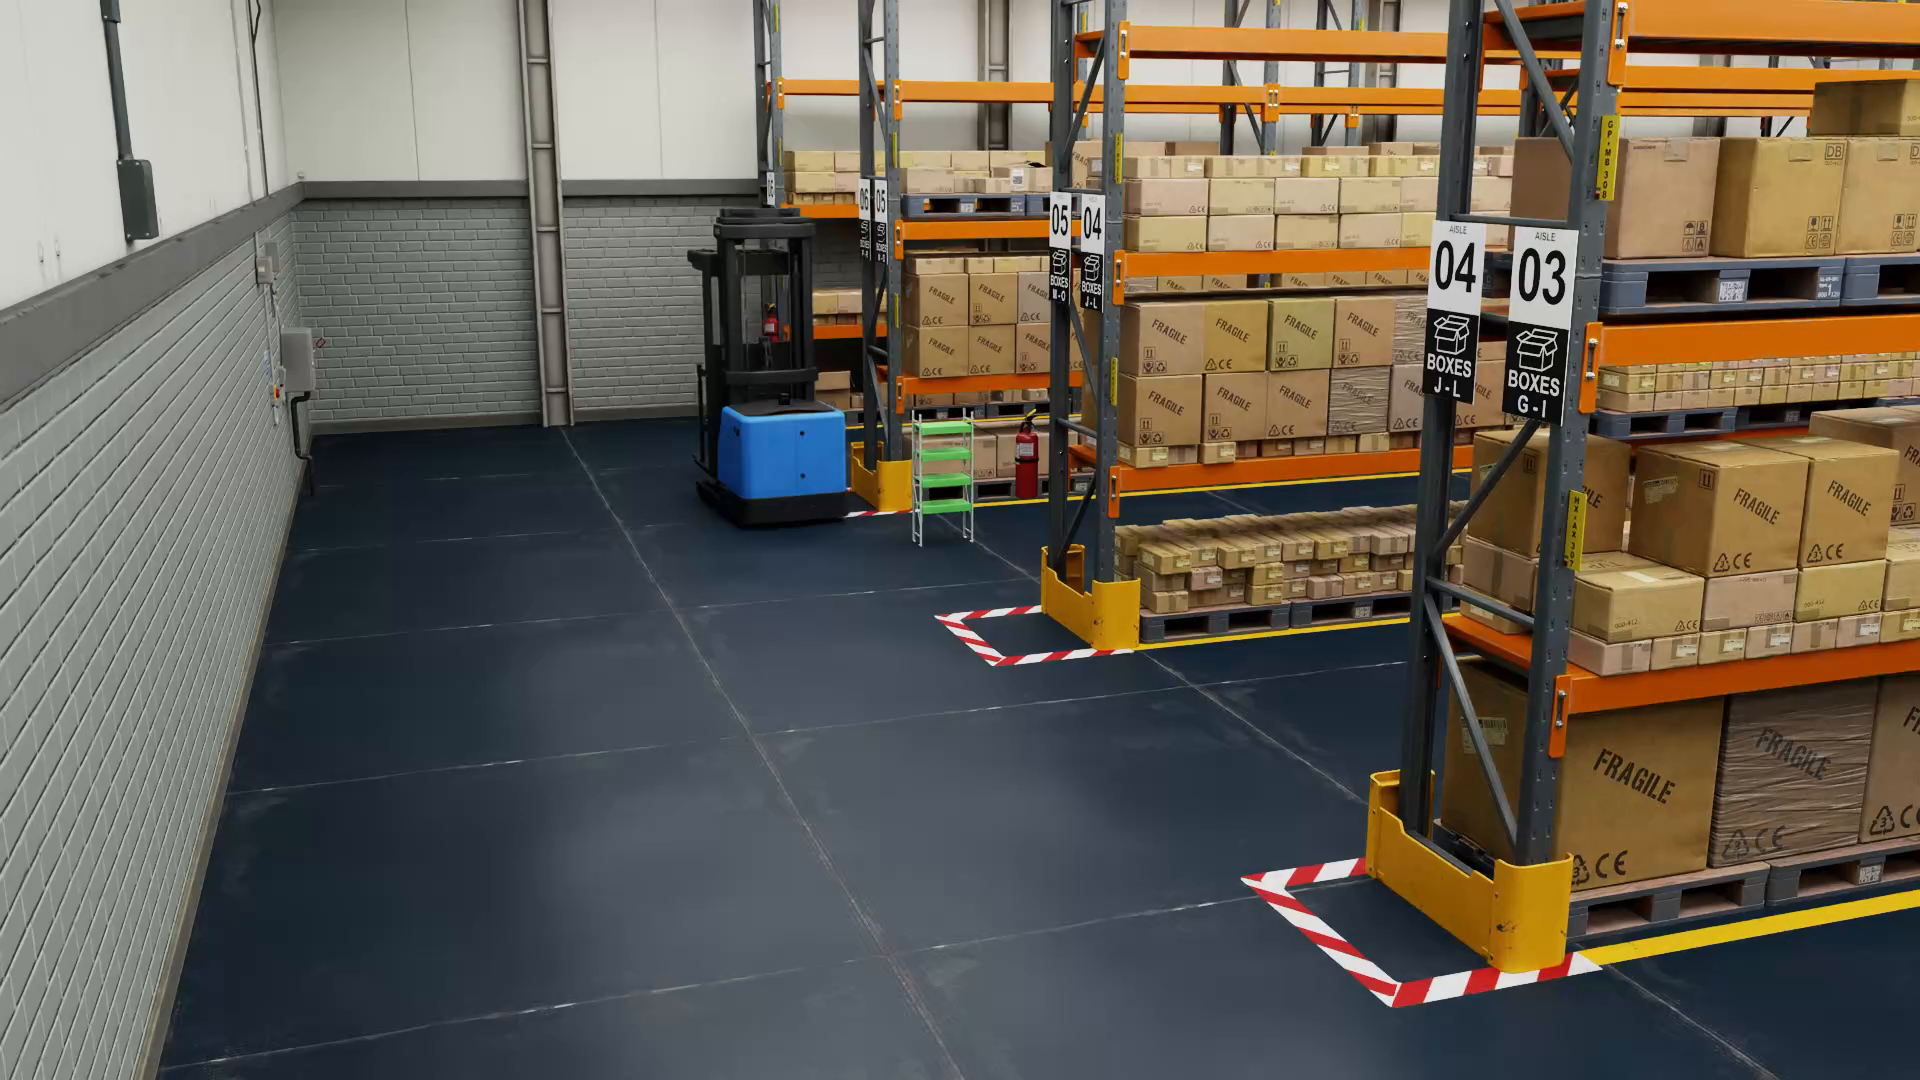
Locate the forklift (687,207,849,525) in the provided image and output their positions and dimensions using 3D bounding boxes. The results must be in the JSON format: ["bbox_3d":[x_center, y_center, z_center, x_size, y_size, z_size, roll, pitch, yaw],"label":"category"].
[{"bbox_3d":[-2.082,-1.865,16.756,1.130,2.935,3.031,-5,14,-21],"label":"forklift"}]

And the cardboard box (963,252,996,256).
[{"bbox_3d":[0.194,-2.866,17.037,0.250,0.149,0.380,-4,14,-17],"label":"cardboard box"}]

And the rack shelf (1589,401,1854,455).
[{"bbox_3d":[6.576,-0.888,14.057,4.000,0.370,1.077,-4,14,-18],"label":"rack shelf"}]

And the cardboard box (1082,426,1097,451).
[{"bbox_3d":[1.108,-0.759,12.503,0.250,0.149,0.380,-4,14,-18],"label":"cardboard box"}]

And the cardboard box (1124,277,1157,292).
[{"bbox_3d":[1.684,-2.533,17.041,0.500,0.500,0.500,-4,14,-17],"label":"cardboard box"}]

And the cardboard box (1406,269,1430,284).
[{"bbox_3d":[4.952,-2.793,18.133,0.500,0.500,0.500,-5,14,-19],"label":"cardboard box"}]

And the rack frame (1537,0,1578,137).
[{"bbox_3d":[6.797,-5.383,18.433,0.127,3.000,1.000,-4,14,-18],"label":"rack frame"}]

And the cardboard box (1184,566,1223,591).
[{"bbox_3d":[1.746,0.252,12.318,0.250,0.149,0.380,-5,14,-18],"label":"cardboard box"}]

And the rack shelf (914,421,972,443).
[{"bbox_3d":[-0.157,-0.976,14.964,0.480,0.148,0.258,-4,14,-18],"label":"rack shelf"}]

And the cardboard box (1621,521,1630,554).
[{"bbox_3d":[3.231,0.097,8.042,0.500,0.250,0.500,-5,14,-19],"label":"cardboard box"}]

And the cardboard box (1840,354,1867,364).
[{"bbox_3d":[7.184,-1.546,13.618,0.250,0.149,0.380,-4,14,-18],"label":"cardboard box"}]

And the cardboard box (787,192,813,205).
[{"bbox_3d":[-1.995,-4.272,20.787,0.250,0.149,0.380,-4,14,-17],"label":"cardboard box"}]

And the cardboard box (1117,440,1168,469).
[{"bbox_3d":[1.301,-0.625,11.940,0.250,0.149,0.380,-5,14,-19],"label":"cardboard box"}]

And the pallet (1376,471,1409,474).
[{"bbox_3d":[4.872,-0.977,18.900,1.213,0.211,1.003,-4,14,-18],"label":"pallet"}]

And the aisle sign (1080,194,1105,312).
[{"bbox_3d":[0.916,-1.989,11.512,0.004,0.787,0.394,-4,14,-18],"label":"aisle sign"}]

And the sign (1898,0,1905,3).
[{"bbox_3d":[10.771,-6.088,19.038,0.005,0.325,0.100,-4,14,-18],"label":"sign"}]

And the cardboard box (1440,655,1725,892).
[{"bbox_3d":[2.957,1.064,7.977,0.875,0.875,0.875,-4,14,-18],"label":"cardboard box"}]

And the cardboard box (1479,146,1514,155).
[{"bbox_3d":[5.919,-4.062,18.238,0.500,0.500,0.700,-5,14,-21],"label":"cardboard box"}]

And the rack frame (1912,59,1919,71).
[{"bbox_3d":[8.472,-4.304,13.900,0.127,3.000,1.000,-4,14,-18],"label":"rack frame"}]

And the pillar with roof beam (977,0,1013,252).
[{"bbox_3d":[1.845,-5.378,18.413,0.400,9.000,9.100,-4,14,-18],"label":"pillar with roof beam"}]

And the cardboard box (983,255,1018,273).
[{"bbox_3d":[0.392,-2.742,16.518,0.250,0.149,0.380,-5,14,-20],"label":"cardboard box"}]

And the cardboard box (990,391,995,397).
[{"bbox_3d":[0.307,-2.046,22.621,0.250,0.149,0.380,-5,14,-19],"label":"cardboard box"}]

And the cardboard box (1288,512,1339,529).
[{"bbox_3d":[2.799,-0.108,13.189,0.250,0.149,0.380,-4,14,-18],"label":"cardboard box"}]

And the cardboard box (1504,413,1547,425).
[{"bbox_3d":[4.312,-1.186,12.897,0.500,0.500,0.500,-4,14,-18],"label":"cardboard box"}]

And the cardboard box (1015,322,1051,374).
[{"bbox_3d":[0.720,-1.972,16.841,0.500,0.500,0.500,-5,14,-18],"label":"cardboard box"}]

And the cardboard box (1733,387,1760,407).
[{"bbox_3d":[6.179,-1.177,13.354,0.250,0.149,0.380,-5,14,-21],"label":"cardboard box"}]

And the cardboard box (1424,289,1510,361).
[{"bbox_3d":[3.833,-1.637,12.631,0.500,0.500,0.500,-5,14,-20],"label":"cardboard box"}]

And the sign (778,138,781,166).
[{"bbox_3d":[-2.198,-4.728,20.272,0.005,0.325,0.100,-4,14,-18],"label":"sign"}]

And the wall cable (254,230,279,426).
[{"bbox_3d":[-6.122,-1.962,14.753,0.123,1.953,0.585,-4,14,-18],"label":"wall cable"}]

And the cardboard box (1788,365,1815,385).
[{"bbox_3d":[6.682,-1.362,13.485,0.250,0.149,0.380,-5,14,-19],"label":"cardboard box"}]

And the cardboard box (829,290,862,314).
[{"bbox_3d":[-1.378,-3.045,21.253,0.500,0.250,0.500,-4,14,-17],"label":"cardboard box"}]

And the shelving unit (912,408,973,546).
[{"bbox_3d":[-0.157,-0.571,15.060,0.503,1.200,0.258,-4,14,-18],"label":"shelving unit"}]

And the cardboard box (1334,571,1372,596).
[{"bbox_3d":[2.950,0.302,12.753,0.250,0.149,0.380,-4,14,-18],"label":"cardboard box"}]

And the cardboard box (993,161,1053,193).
[{"bbox_3d":[0.650,-3.642,16.666,0.500,0.311,0.500,-4,14,-17],"label":"cardboard box"}]

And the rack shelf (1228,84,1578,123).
[{"bbox_3d":[4.902,-4.691,17.942,4.000,0.370,1.077,-4,14,-18],"label":"rack shelf"}]

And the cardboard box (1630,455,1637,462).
[{"bbox_3d":[5.797,-0.589,14.119,0.500,0.250,0.500,-4,14,-15],"label":"cardboard box"}]

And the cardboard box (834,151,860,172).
[{"bbox_3d":[-1.383,-4.747,20.845,0.500,0.250,0.500,-5,14,-18],"label":"cardboard box"}]

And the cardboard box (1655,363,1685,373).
[{"bbox_3d":[5.463,-1.412,13.055,0.250,0.149,0.380,-4,14,-17],"label":"cardboard box"}]

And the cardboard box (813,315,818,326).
[{"bbox_3d":[-1.973,-2.804,21.099,0.250,0.149,0.380,-5,14,-18],"label":"cardboard box"}]

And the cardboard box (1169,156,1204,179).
[{"bbox_3d":[1.516,-2.608,11.632,0.250,0.149,0.380,-4,14,-16],"label":"cardboard box"}]

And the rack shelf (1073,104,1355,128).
[{"bbox_3d":[3.315,-5.779,22.518,4.000,0.370,1.077,-4,14,-18],"label":"rack shelf"}]

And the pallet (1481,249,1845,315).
[{"bbox_3d":[3.075,-1.173,7.410,1.213,0.211,1.003,-4,14,-18],"label":"pallet"}]

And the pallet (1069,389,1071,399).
[{"bbox_3d":[2.178,-1.969,23.072,1.213,0.211,1.003,-4,14,-18],"label":"pallet"}]

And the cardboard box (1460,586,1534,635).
[{"bbox_3d":[2.608,0.324,7.951,0.250,0.149,0.380,-4,14,-17],"label":"cardboard box"}]

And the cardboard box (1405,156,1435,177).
[{"bbox_3d":[3.254,-2.730,12.145,0.250,0.149,0.380,-5,14,-18],"label":"cardboard box"}]

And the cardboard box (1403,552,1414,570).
[{"bbox_3d":[3.478,0.107,12.930,0.250,0.149,0.380,-4,14,-17],"label":"cardboard box"}]

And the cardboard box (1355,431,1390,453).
[{"bbox_3d":[3.026,-0.765,12.526,0.250,0.149,0.380,-4,14,-17],"label":"cardboard box"}]

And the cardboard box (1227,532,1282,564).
[{"bbox_3d":[2.206,0.060,12.484,0.250,0.149,0.380,-5,14,-21],"label":"cardboard box"}]

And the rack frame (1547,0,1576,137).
[{"bbox_3d":[9.002,-6.766,24.250,0.127,3.000,1.000,-4,14,-18],"label":"rack frame"}]

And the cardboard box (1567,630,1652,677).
[{"bbox_3d":[2.817,0.468,7.342,0.250,0.149,0.380,-4,14,-17],"label":"cardboard box"}]

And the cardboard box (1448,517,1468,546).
[{"bbox_3d":[3.963,-0.067,13.016,0.250,0.149,0.380,-5,14,-19],"label":"cardboard box"}]

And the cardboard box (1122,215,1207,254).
[{"bbox_3d":[1.397,-2.159,11.686,0.500,0.250,0.500,-4,14,-16],"label":"cardboard box"}]

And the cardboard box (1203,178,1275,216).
[{"bbox_3d":[1.883,-2.439,11.784,0.500,0.250,0.500,-5,14,-19],"label":"cardboard box"}]

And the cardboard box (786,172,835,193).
[{"bbox_3d":[-1.864,-4.466,20.742,0.500,0.250,0.500,-5,14,-19],"label":"cardboard box"}]

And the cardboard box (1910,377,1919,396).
[{"bbox_3d":[7.915,-1.313,13.923,0.250,0.149,0.380,-4,14,-18],"label":"cardboard box"}]

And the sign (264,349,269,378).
[{"bbox_3d":[-6.164,-1.569,14.779,0.001,0.218,0.327,-4,14,-18],"label":"sign"}]
